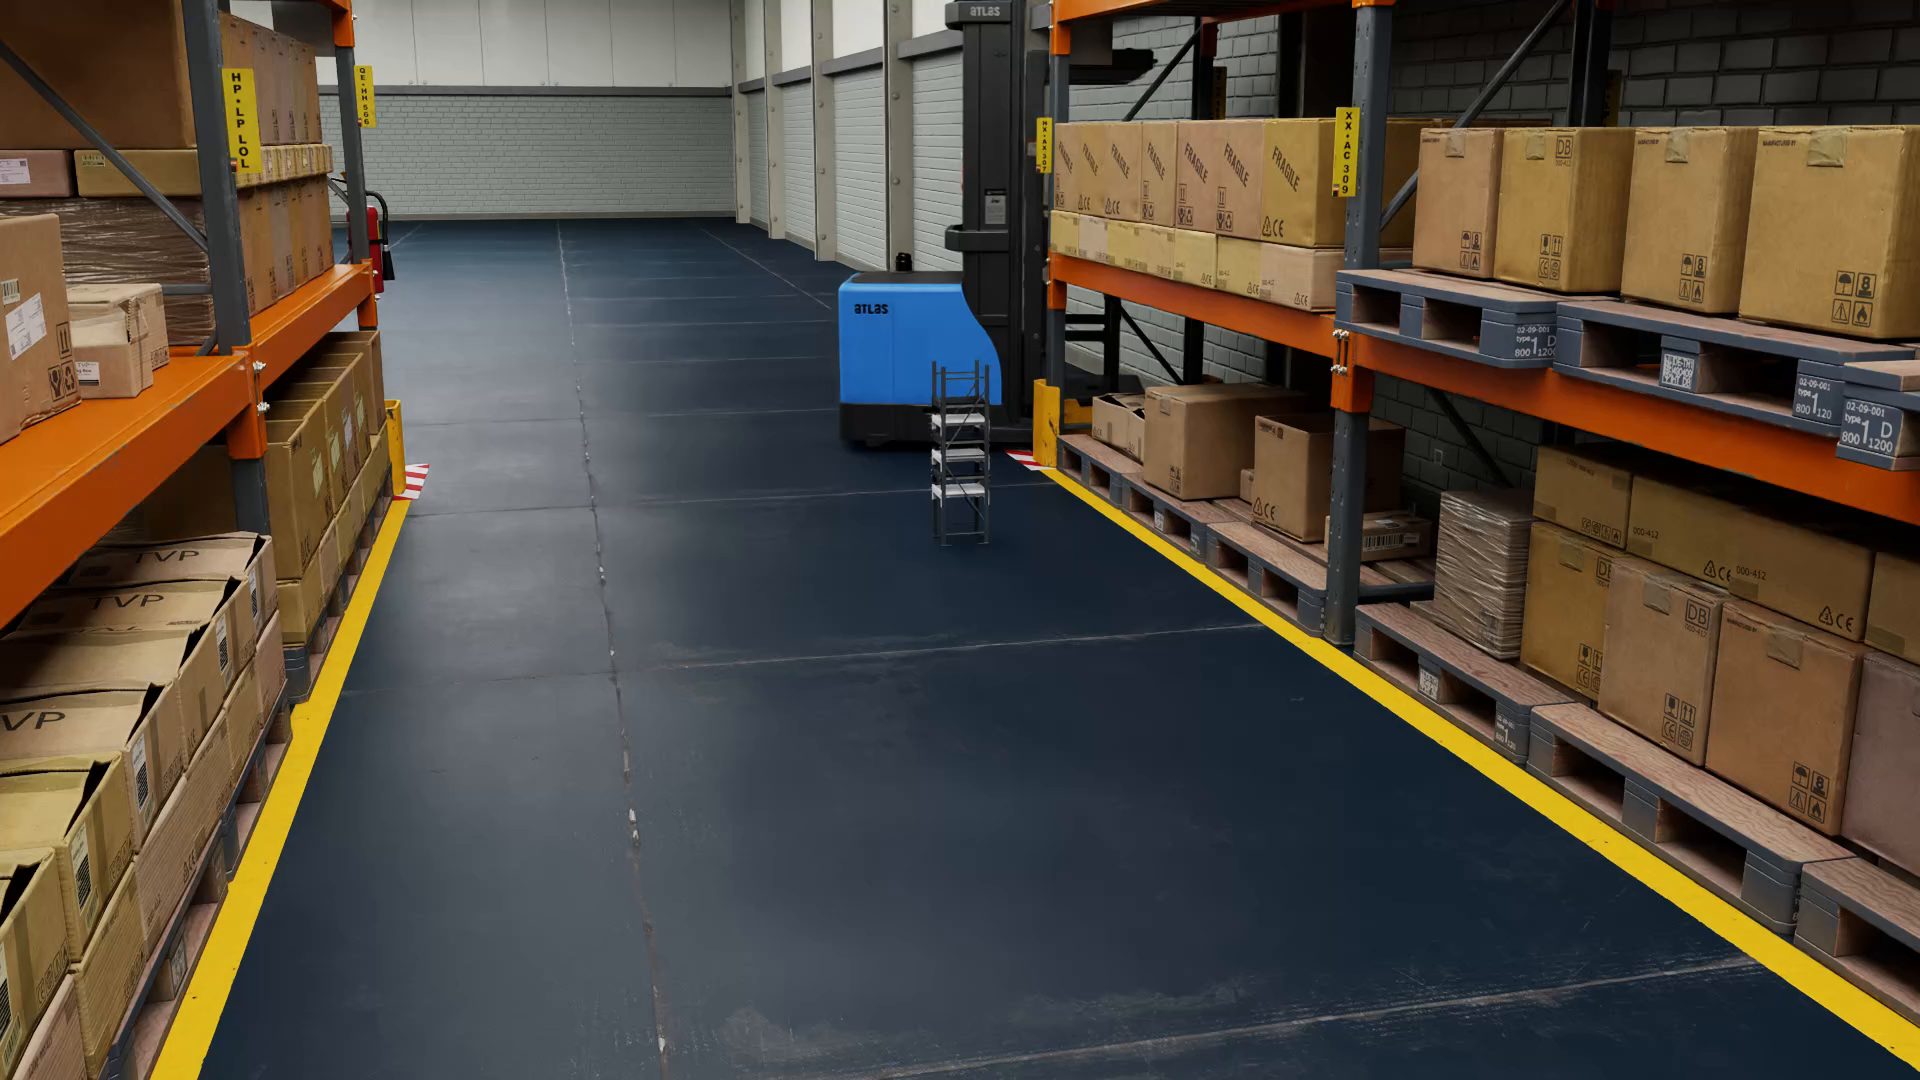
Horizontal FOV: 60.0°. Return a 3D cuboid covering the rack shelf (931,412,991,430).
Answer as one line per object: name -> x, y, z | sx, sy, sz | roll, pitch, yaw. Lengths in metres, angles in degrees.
rack shelf -> 0.002, -0.578, 8.278 | 0.258, 0.077, 0.200 | -3, 14, -13

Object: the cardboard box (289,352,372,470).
cardboard box -> -3.112, -0.609, 7.927 | 0.500, 0.500, 0.500 | -3, 14, -13

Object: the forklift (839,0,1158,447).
forklift -> 0.744, -2.108, 10.881 | 3.031, 2.935, 1.130 | 1, 14, 3

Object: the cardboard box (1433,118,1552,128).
cardboard box -> 2.070, -1.489, 6.894 | 0.500, 0.500, 0.500 | -4, 14, -14

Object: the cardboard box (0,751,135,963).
cardboard box -> -1.984, 0.616, 3.313 | 0.500, 0.311, 0.500 | -4, 14, -15

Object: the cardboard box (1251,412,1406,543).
cardboard box -> 1.695, -0.304, 7.691 | 0.500, 0.500, 0.500 | -4, 14, -17

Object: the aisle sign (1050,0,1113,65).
aisle sign -> 0.730, -3.253, 9.944 | 0.394, 0.787, 0.004 | -3, 14, -13

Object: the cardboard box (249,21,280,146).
cardboard box -> -3.300, -1.919, 7.015 | 0.700, 0.500, 0.500 | -3, 14, -13

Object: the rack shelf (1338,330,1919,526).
rack shelf -> 2.448, -0.257, 4.673 | 1.077, 0.370, 4.000 | -3, 14, -13

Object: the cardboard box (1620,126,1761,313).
cardboard box -> 2.373, -0.931, 4.779 | 0.700, 0.500, 0.500 | -1, 14, -5

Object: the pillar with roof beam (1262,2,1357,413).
pillar with roof beam -> -2.141, -4.551, 8.095 | 9.100, 9.000, 0.400 | -3, 14, -13

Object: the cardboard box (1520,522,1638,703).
cardboard box -> 2.337, 0.218, 5.553 | 0.700, 0.500, 0.500 | -4, 14, -14

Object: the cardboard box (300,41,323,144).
cardboard box -> -3.666, -2.271, 8.460 | 0.700, 0.500, 0.500 | -3, 14, -13

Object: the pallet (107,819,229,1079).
pallet -> -2.335, 1.014, 3.832 | 1.003, 0.211, 1.213 | -3, 14, -13

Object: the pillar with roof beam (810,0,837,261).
pillar with roof beam -> -6.368, -8.704, 25.092 | 9.100, 9.000, 0.400 | -3, 14, -13

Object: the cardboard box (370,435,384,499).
cardboard box -> -3.234, -0.360, 8.487 | 0.500, 0.250, 0.500 | -3, 14, -13

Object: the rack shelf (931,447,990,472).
rack shelf -> 0.002, -0.403, 8.320 | 0.258, 0.077, 0.200 | -3, 14, -13

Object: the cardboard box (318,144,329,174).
cardboard box -> -3.438, -1.939, 8.466 | 0.380, 0.149, 0.250 | -3, 14, -12

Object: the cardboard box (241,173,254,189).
cardboard box -> -2.896, -1.405, 6.279 | 0.380, 0.149, 0.250 | -3, 14, -14

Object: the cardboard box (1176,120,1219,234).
cardboard box -> 1.336, -1.692, 7.726 | 0.500, 0.500, 0.500 | -4, 14, -15

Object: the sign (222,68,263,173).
sign -> -2.311, -1.347, 5.347 | 0.100, 0.325, 0.005 | -3, 14, -13

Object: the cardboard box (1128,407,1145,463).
cardboard box -> 1.247, -0.602, 9.308 | 0.500, 0.311, 0.500 | -2, 14, -9

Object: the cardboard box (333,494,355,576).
cardboard box -> -2.876, -0.014, 7.072 | 0.500, 0.250, 0.500 | -3, 14, -13

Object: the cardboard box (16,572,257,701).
cardboard box -> -2.334, 0.266, 4.745 | 0.500, 0.311, 0.500 | -3, 14, -12

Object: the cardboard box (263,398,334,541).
cardboard box -> -2.766, -0.262, 6.509 | 0.500, 0.500, 0.500 | -3, 14, -13

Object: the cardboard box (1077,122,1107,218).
cardboard box -> 0.965, -2.050, 9.191 | 0.500, 0.500, 0.500 | -3, 14, -13

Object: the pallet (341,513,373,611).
pallet -> -3.273, 0.096, 7.588 | 1.003, 0.211, 1.213 | -3, 14, -13

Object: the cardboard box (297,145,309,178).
cardboard box -> -3.259, -1.761, 7.739 | 0.380, 0.149, 0.250 | -3, 14, -11

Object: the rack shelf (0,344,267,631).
rack shelf -> -2.367, 0.020, 3.539 | 1.077, 0.370, 4.000 | -3, 14, -13

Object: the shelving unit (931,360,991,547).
shelving unit -> 0.002, -0.435, 8.313 | 0.258, 0.900, 0.210 | -3, 14, -13

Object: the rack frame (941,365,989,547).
rack frame -> 0.026, -0.412, 8.217 | 0.240, 0.900, 0.006 | -3, 14, -13

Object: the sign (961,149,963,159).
sign -> 0.054, -4.240, 18.269 | 0.001, 0.109, 0.331 | -3, 14, -13

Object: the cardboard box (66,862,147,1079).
cardboard box -> -1.981, 0.891, 3.367 | 0.500, 0.250, 0.500 | -4, 14, -15

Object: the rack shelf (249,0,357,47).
rack shelf -> -3.306, -2.359, 6.960 | 1.077, 0.370, 4.000 | -3, 14, -13

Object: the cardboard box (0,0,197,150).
cardboard box -> -2.947, -1.571, 5.594 | 0.700, 0.500, 0.500 | -3, 14, -13

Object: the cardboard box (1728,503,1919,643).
cardboard box -> 2.499, 0.075, 4.559 | 0.500, 0.250, 0.500 | -3, 14, -13

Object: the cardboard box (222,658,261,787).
cardboard box -> -2.340, 0.538, 4.815 | 0.500, 0.250, 0.500 | -4, 14, -14

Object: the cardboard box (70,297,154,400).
cardboard box -> -2.451, -0.533, 4.570 | 0.396, 0.266, 0.258 | -4, 14, -15

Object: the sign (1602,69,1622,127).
sign -> 2.516, -1.662, 6.468 | 0.100, 0.325, 0.005 | -3, 14, -13

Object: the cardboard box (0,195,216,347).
cardboard box -> -2.947, -0.941, 5.748 | 0.700, 0.500, 0.500 | -4, 14, -15

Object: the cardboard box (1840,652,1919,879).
cardboard box -> 2.689, 0.567, 4.124 | 0.700, 0.500, 0.500 | -3, 14, -13

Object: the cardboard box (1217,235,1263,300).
cardboard box -> 1.463, -1.212, 7.342 | 0.500, 0.250, 0.500 | -3, 14, -13

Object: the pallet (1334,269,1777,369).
pallet -> 2.016, -0.790, 5.744 | 1.003, 0.211, 1.213 | -3, 14, -13

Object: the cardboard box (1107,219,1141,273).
cardboard box -> 1.094, -1.560, 8.766 | 0.500, 0.250, 0.500 | -4, 14, -14

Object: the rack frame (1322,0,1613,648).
rack frame -> 1.978, -1.067, 6.476 | 1.000, 3.000, 0.127 | -3, 14, -13

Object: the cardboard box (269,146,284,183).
cardboard box -> -3.079, -1.584, 7.013 | 0.380, 0.149, 0.250 | -3, 14, -14

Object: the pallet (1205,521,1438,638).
pallet -> 1.786, 0.134, 7.433 | 1.003, 0.211, 1.213 | -3, 14, -13

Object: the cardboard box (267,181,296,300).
cardboard box -> -3.312, -1.296, 7.202 | 0.700, 0.500, 0.500 | -3, 14, -11

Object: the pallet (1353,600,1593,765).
pallet -> 2.162, 0.467, 6.072 | 1.003, 0.211, 1.213 | -3, 14, -13

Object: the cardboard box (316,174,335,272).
cardboard box -> -3.679, -1.653, 8.664 | 0.700, 0.500, 0.500 | -3, 14, -13

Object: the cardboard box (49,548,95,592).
cardboard box -> -2.982, 0.178, 5.105 | 0.500, 0.311, 0.500 | -3, 14, -13
